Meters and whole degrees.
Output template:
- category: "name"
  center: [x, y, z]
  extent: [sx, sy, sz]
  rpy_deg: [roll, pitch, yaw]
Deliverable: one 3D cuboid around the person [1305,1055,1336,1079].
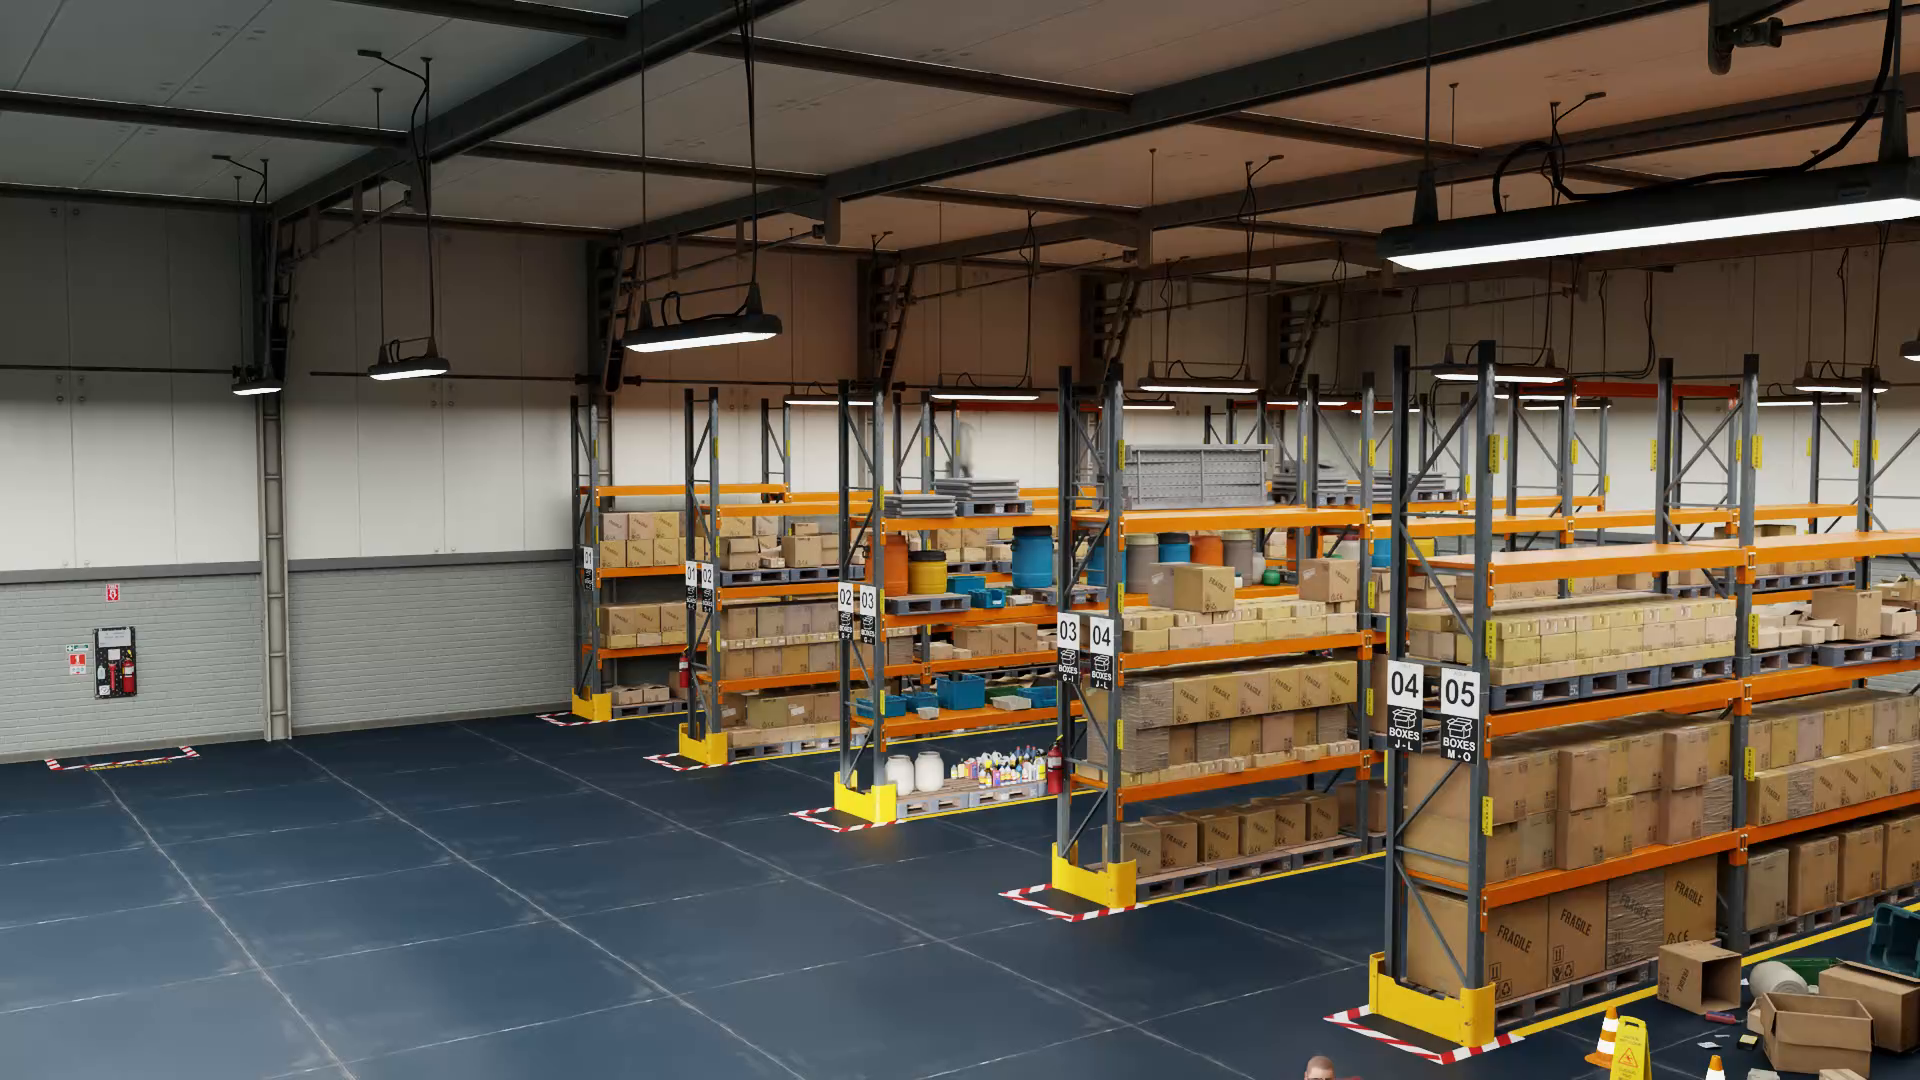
- category: "person"
  center: [2.109, 3.767, 9.890]
  extent: [0.693, 1.692, 1.007]
  rpy_deg: [0, 3, 3]
